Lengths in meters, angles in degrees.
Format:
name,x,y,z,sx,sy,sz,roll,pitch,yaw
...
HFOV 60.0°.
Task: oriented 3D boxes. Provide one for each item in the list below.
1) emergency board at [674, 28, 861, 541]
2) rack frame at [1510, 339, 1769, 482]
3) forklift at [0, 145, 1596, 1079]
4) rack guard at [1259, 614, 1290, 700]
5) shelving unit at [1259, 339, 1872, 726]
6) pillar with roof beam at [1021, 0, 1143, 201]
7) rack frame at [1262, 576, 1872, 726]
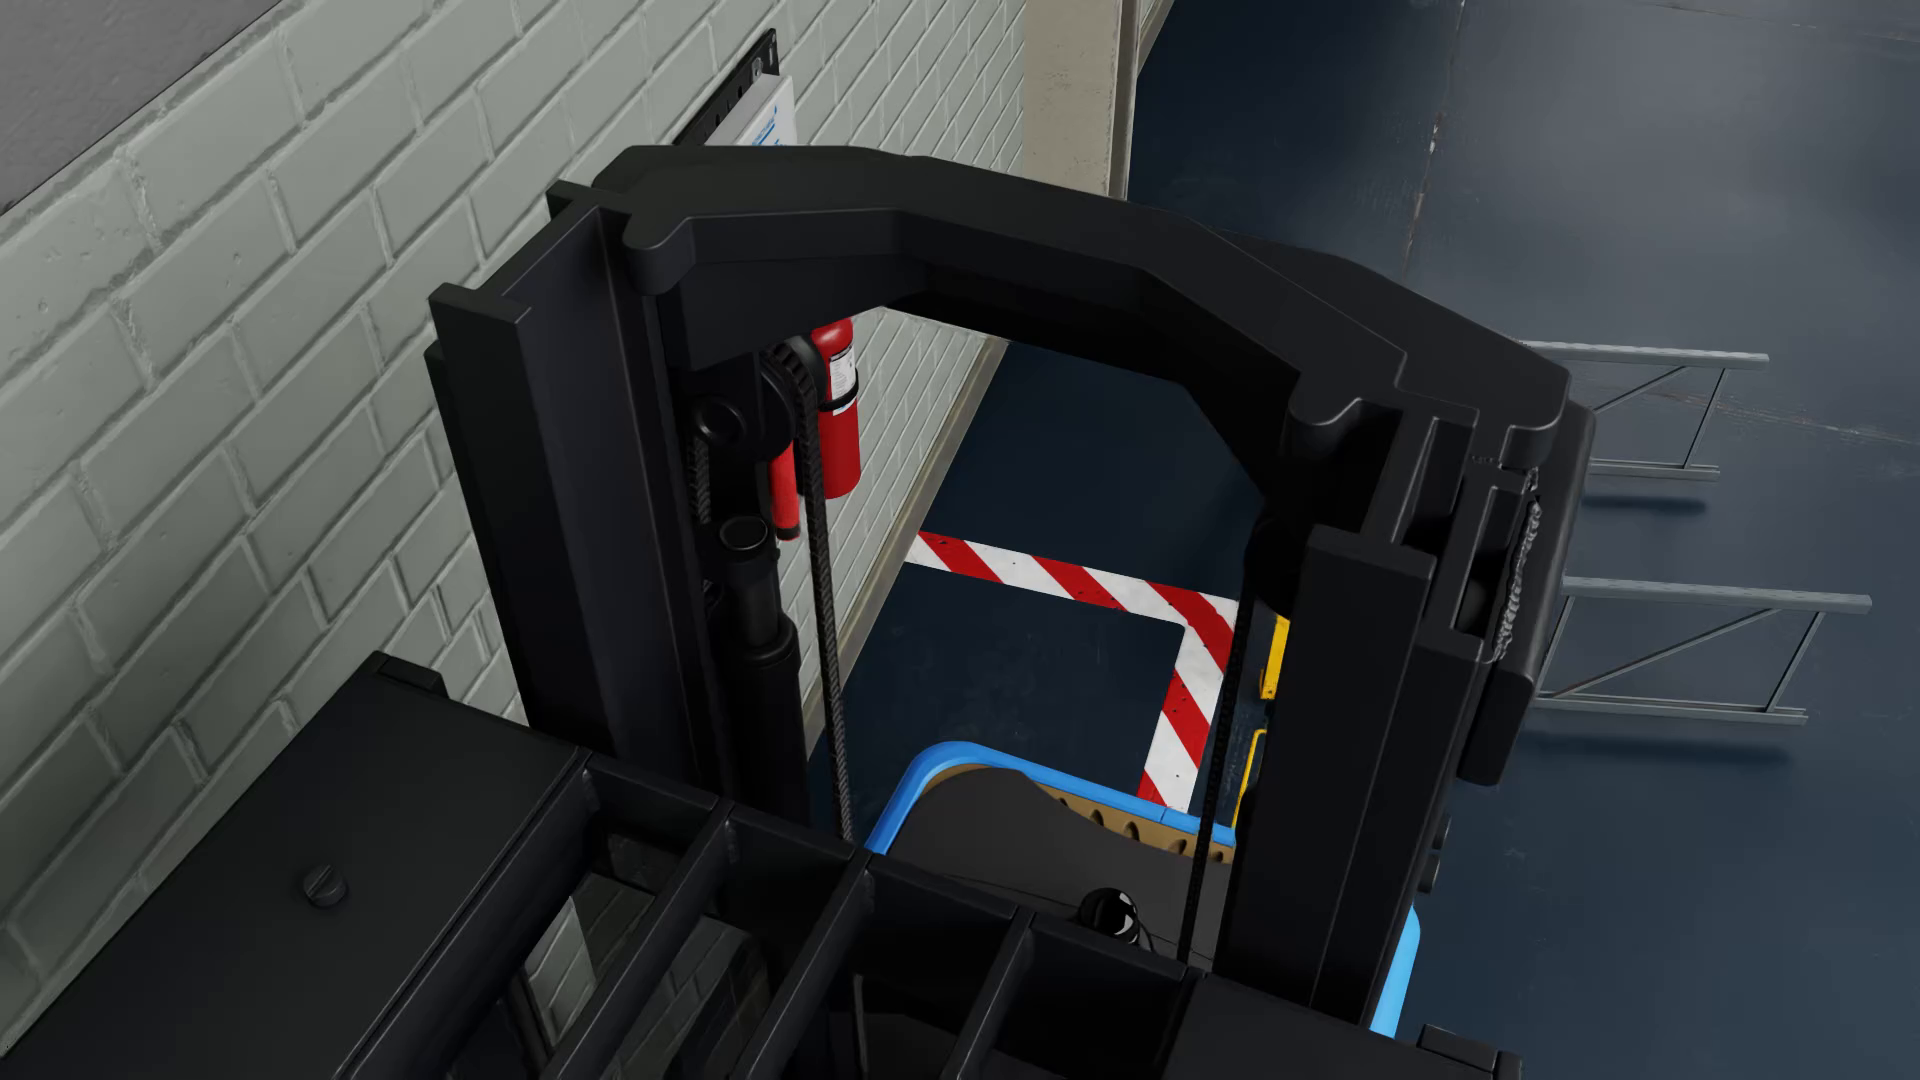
name,x,y,z,sx,sy,sz,roll,pitch,yaw
emergency board,-0.377,-0.379,3.493,0.194,1.169,0.643,13,46,13
rack frame,1.695,-0.424,5.245,1.500,0.500,0.032,4,44,3
forklift,-0.182,1.183,1.946,1.130,2.935,3.031,17,47,16
rack guard,0.988,0.232,4.571,0.250,0.587,0.087,4,44,3
shelving unit,1.653,-0.076,4.890,1.500,0.587,1.083,4,44,3
pillar with roof beam,4.511,-3.251,2.138,9.100,9.000,0.400,13,46,13
rack frame,1.609,0.285,4.521,1.500,0.500,0.032,4,44,3
